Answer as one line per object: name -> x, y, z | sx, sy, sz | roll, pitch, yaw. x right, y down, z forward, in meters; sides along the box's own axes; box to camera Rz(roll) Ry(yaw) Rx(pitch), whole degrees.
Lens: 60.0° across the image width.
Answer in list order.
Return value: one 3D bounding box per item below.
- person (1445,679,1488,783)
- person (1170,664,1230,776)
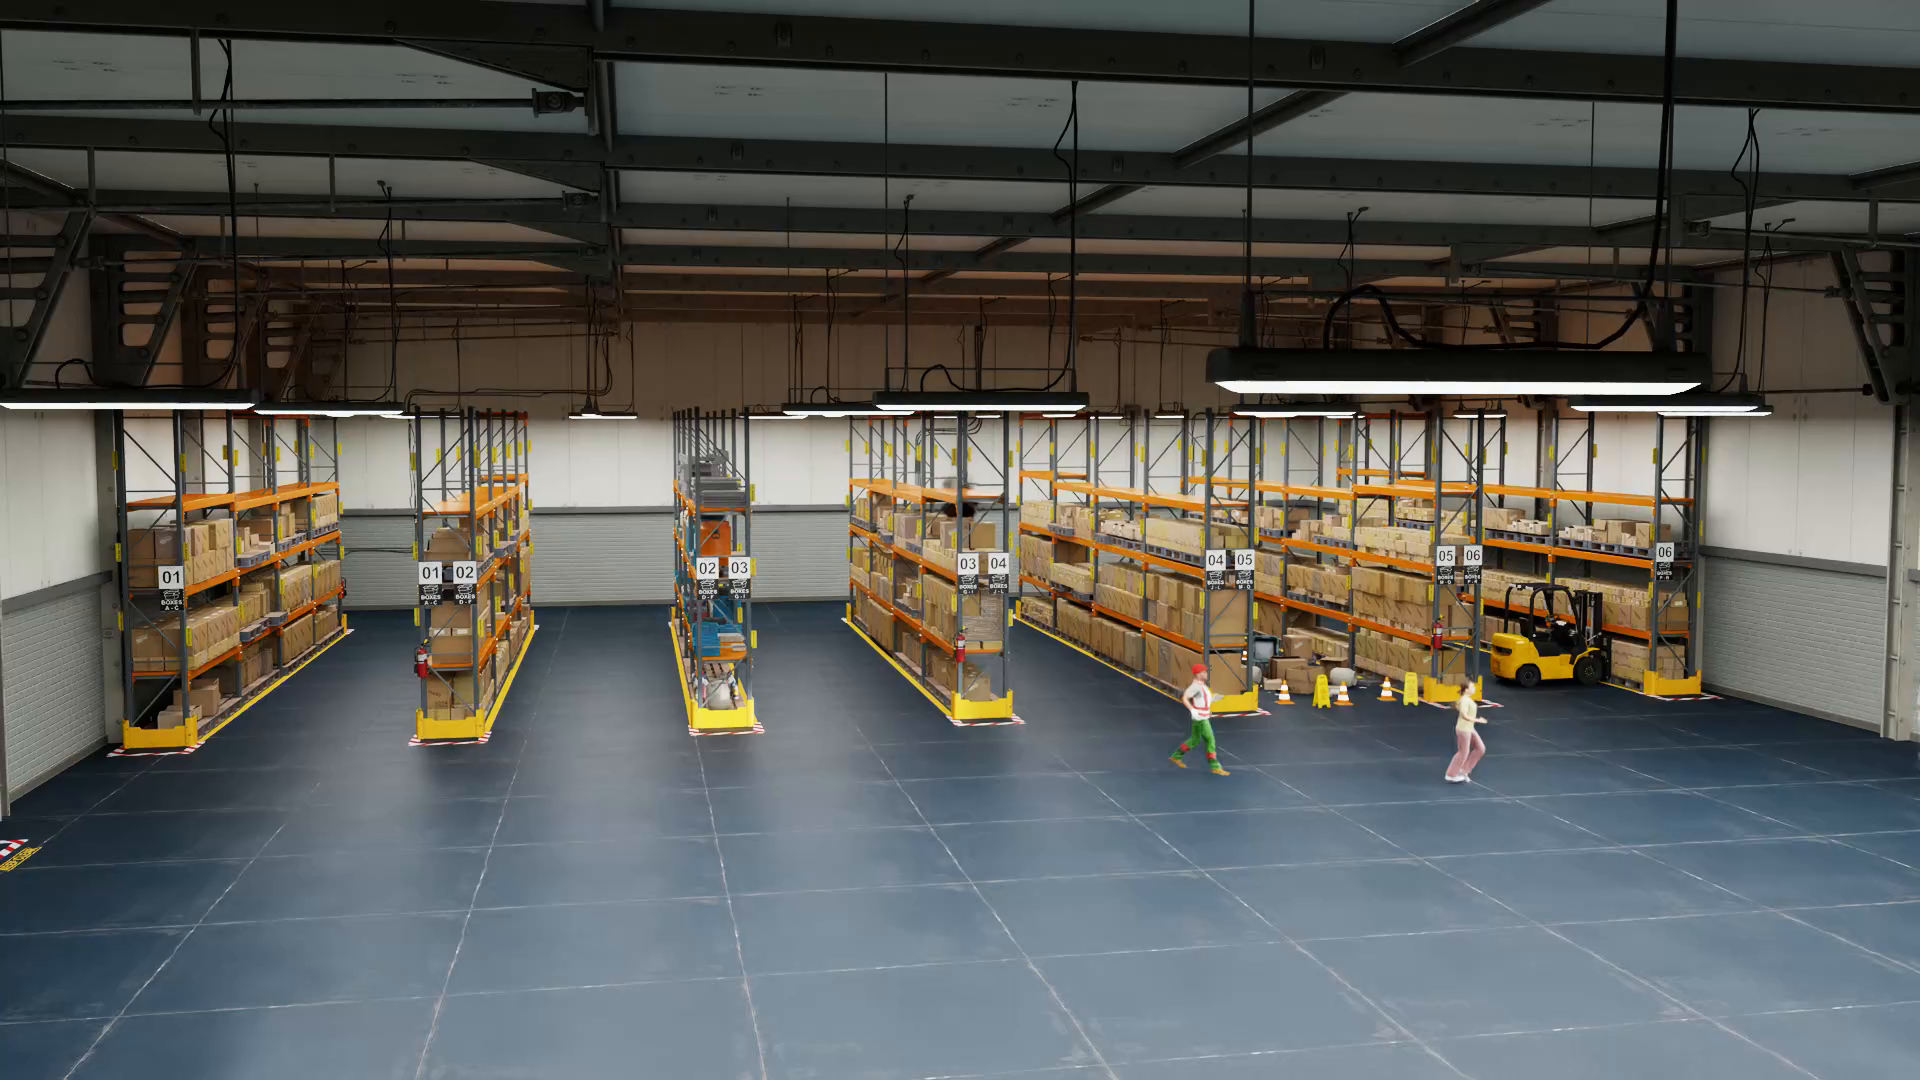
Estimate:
person -> 8.016, 3.031, 26.270 | 0.647, 1.678, 0.605 | 2, 5, 27
person -> 3.882, 2.886, 26.868 | 0.991, 1.781, 0.659 | 1, 4, 13
